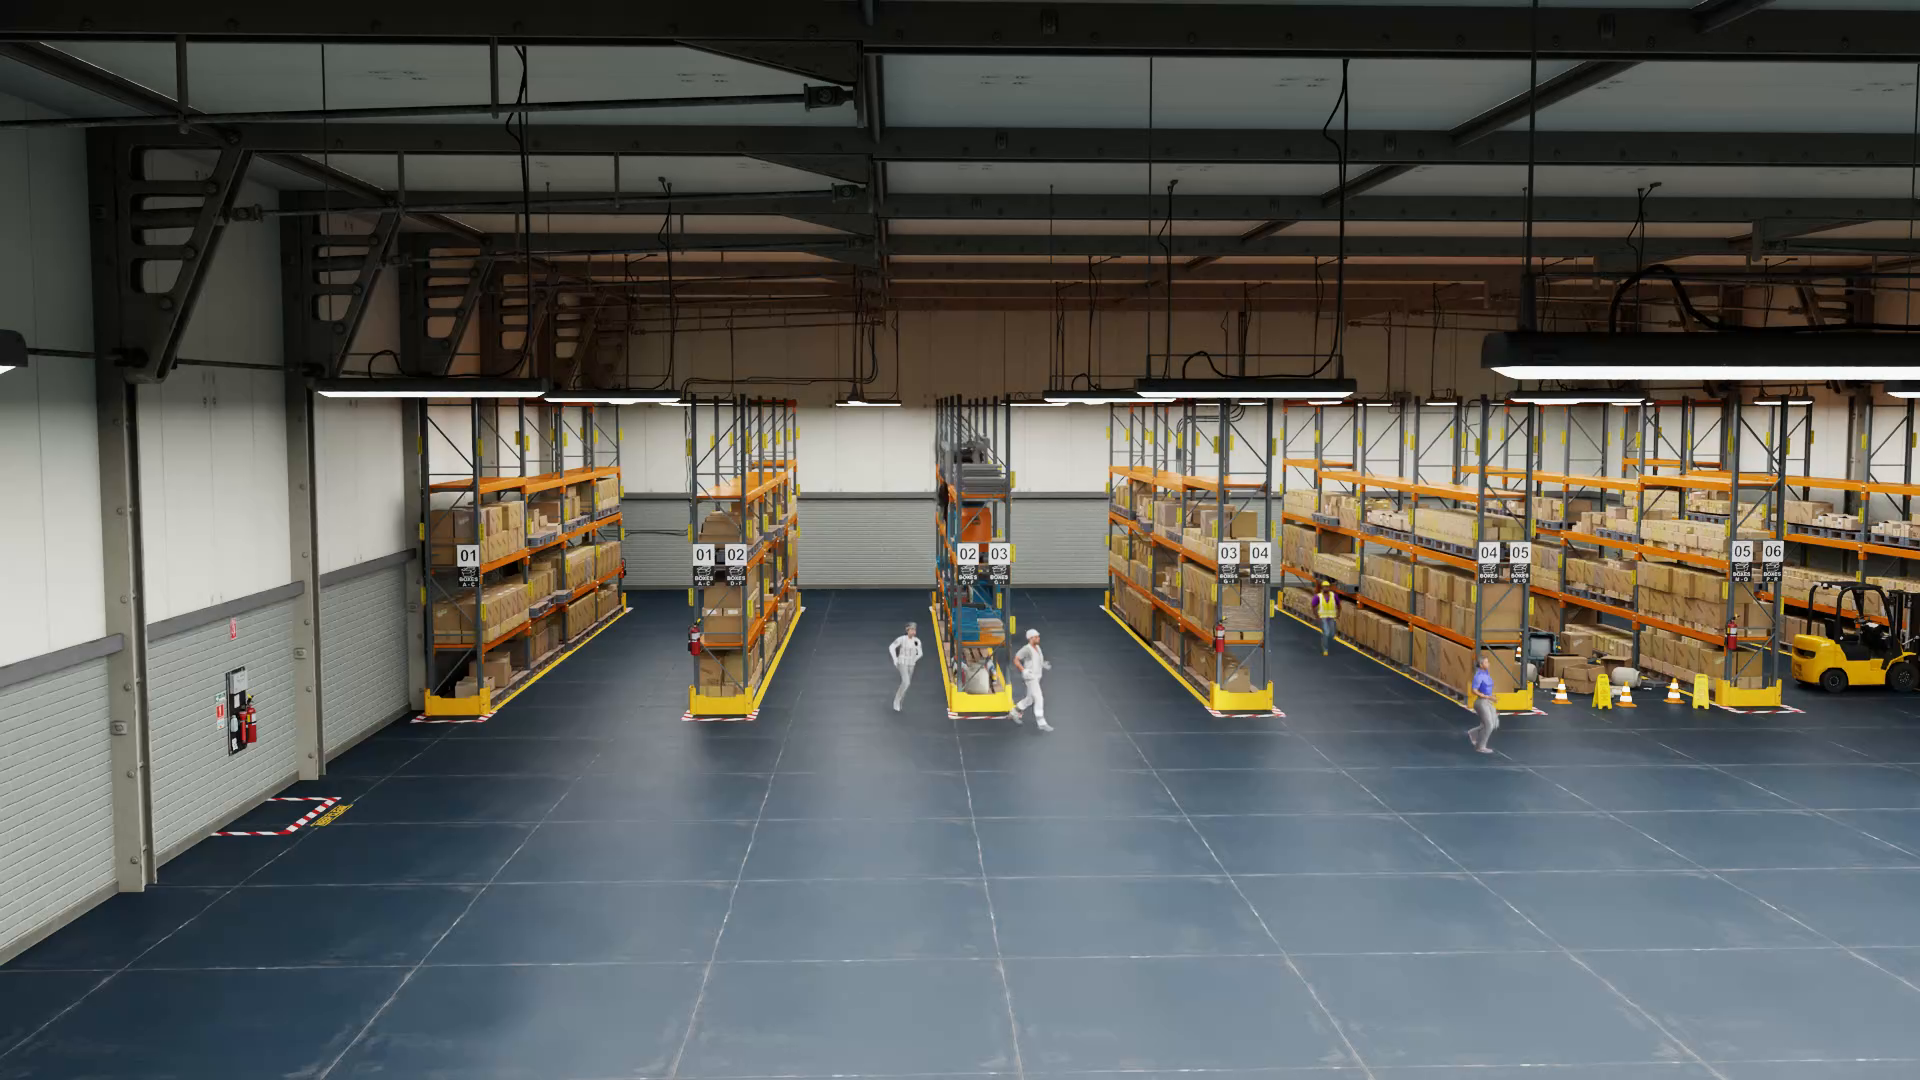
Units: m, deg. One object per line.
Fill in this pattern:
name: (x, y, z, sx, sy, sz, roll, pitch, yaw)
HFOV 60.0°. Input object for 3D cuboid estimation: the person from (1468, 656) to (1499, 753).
person: (8.722, 2.739, 27.699, 0.578, 1.605, 0.572, 3, 6, 37)

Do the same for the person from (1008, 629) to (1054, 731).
person: (1.264, 2.471, 29.583, 0.920, 1.779, 0.666, 2, 5, 25)

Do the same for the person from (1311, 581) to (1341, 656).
person: (8.538, 1.816, 38.779, 0.693, 1.732, 0.561, 0, 4, 0)

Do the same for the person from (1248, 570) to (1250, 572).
person: (8.012, 1.338, 45.121, 0.649, 1.668, 0.779, 0, 4, 2)

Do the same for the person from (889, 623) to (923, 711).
person: (-1.005, 2.408, 31.694, 0.604, 1.681, 0.621, -2, 5, -29)
